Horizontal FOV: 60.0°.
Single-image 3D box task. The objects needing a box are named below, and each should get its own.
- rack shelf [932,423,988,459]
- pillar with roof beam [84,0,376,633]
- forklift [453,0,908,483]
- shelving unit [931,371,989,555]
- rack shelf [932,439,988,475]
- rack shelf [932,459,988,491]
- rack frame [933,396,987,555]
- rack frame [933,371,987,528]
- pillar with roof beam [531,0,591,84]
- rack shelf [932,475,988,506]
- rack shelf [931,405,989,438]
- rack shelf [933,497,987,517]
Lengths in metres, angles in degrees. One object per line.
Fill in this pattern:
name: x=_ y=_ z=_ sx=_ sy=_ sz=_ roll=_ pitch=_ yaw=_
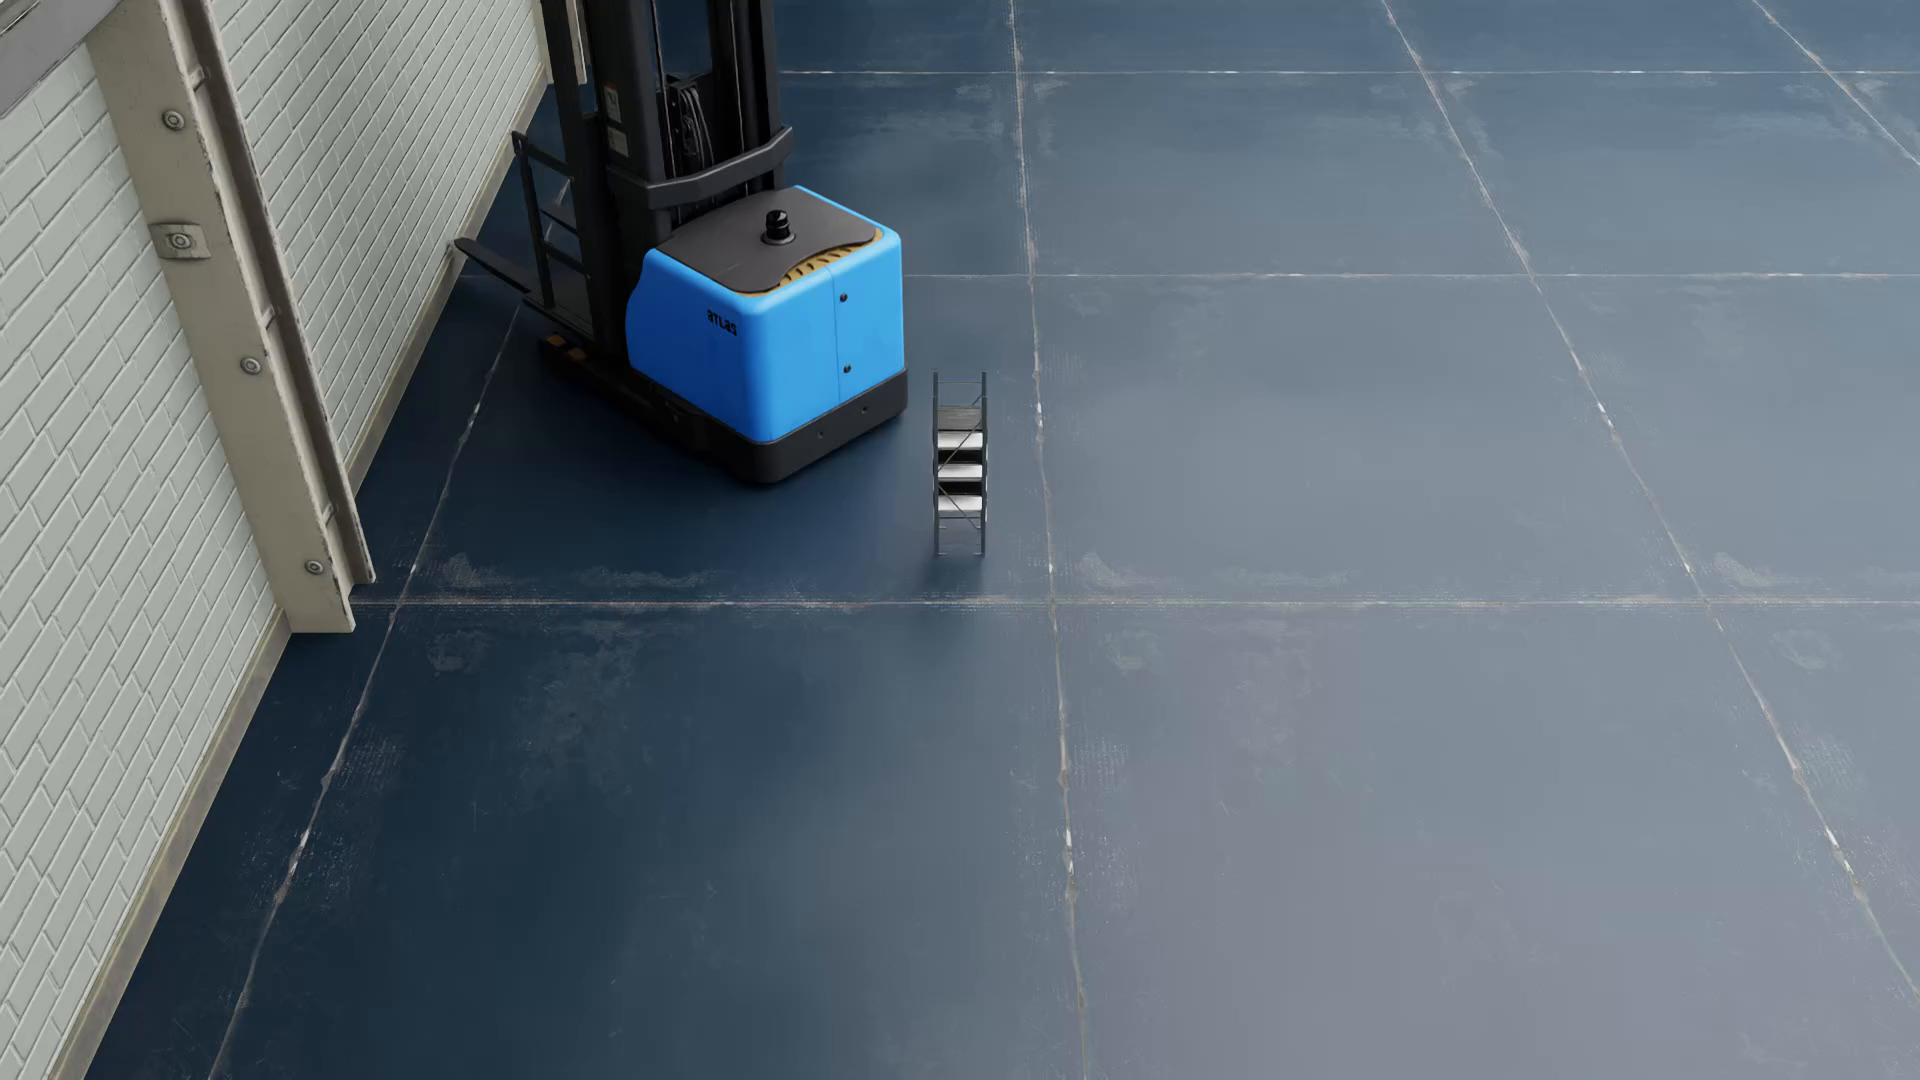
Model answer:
rack shelf: x=0.000 y=-0.461 z=7.616 sx=0.258 sy=0.077 sz=0.200 roll=0 pitch=39 yaw=0
pillar with roof beam: x=1.418 y=-3.223 z=4.822 sx=9.100 sy=9.000 sz=0.400 roll=0 pitch=39 yaw=0
forklift: x=-1.683 y=-2.233 z=8.438 sx=3.031 sy=2.935 sz=1.130 roll=31 pitch=48 yaw=33
shelving unit: x=0.000 y=-0.346 z=7.708 sx=0.258 sy=0.900 sz=0.210 roll=0 pitch=39 yaw=0
rack shelf: x=0.000 y=-0.390 z=7.672 sx=0.258 sy=0.077 sz=0.200 roll=0 pitch=39 yaw=0
rack shelf: x=0.000 y=-0.320 z=7.729 sx=0.258 sy=0.077 sz=0.200 roll=0 pitch=39 yaw=0
rack frame: x=0.000 y=-0.282 z=7.628 sx=0.240 sy=0.900 sz=0.006 roll=0 pitch=39 yaw=0
rack frame: x=0.000 y=-0.410 z=7.787 sx=0.240 sy=0.900 sz=0.006 roll=0 pitch=39 yaw=0
pillar with roof beam: x=1.411 y=-6.975 z=9.504 sx=9.100 sy=9.000 sz=0.400 roll=0 pitch=39 yaw=0
rack shelf: x=0.000 y=-0.250 z=7.785 sx=0.258 sy=0.077 sz=0.200 roll=0 pitch=39 yaw=0
rack shelf: x=0.000 y=-0.531 z=7.560 sx=0.258 sy=0.077 sz=0.200 roll=0 pitch=39 yaw=0
rack shelf: x=0.000 y=-0.180 z=7.841 sx=0.258 sy=0.077 sz=0.200 roll=0 pitch=39 yaw=0
